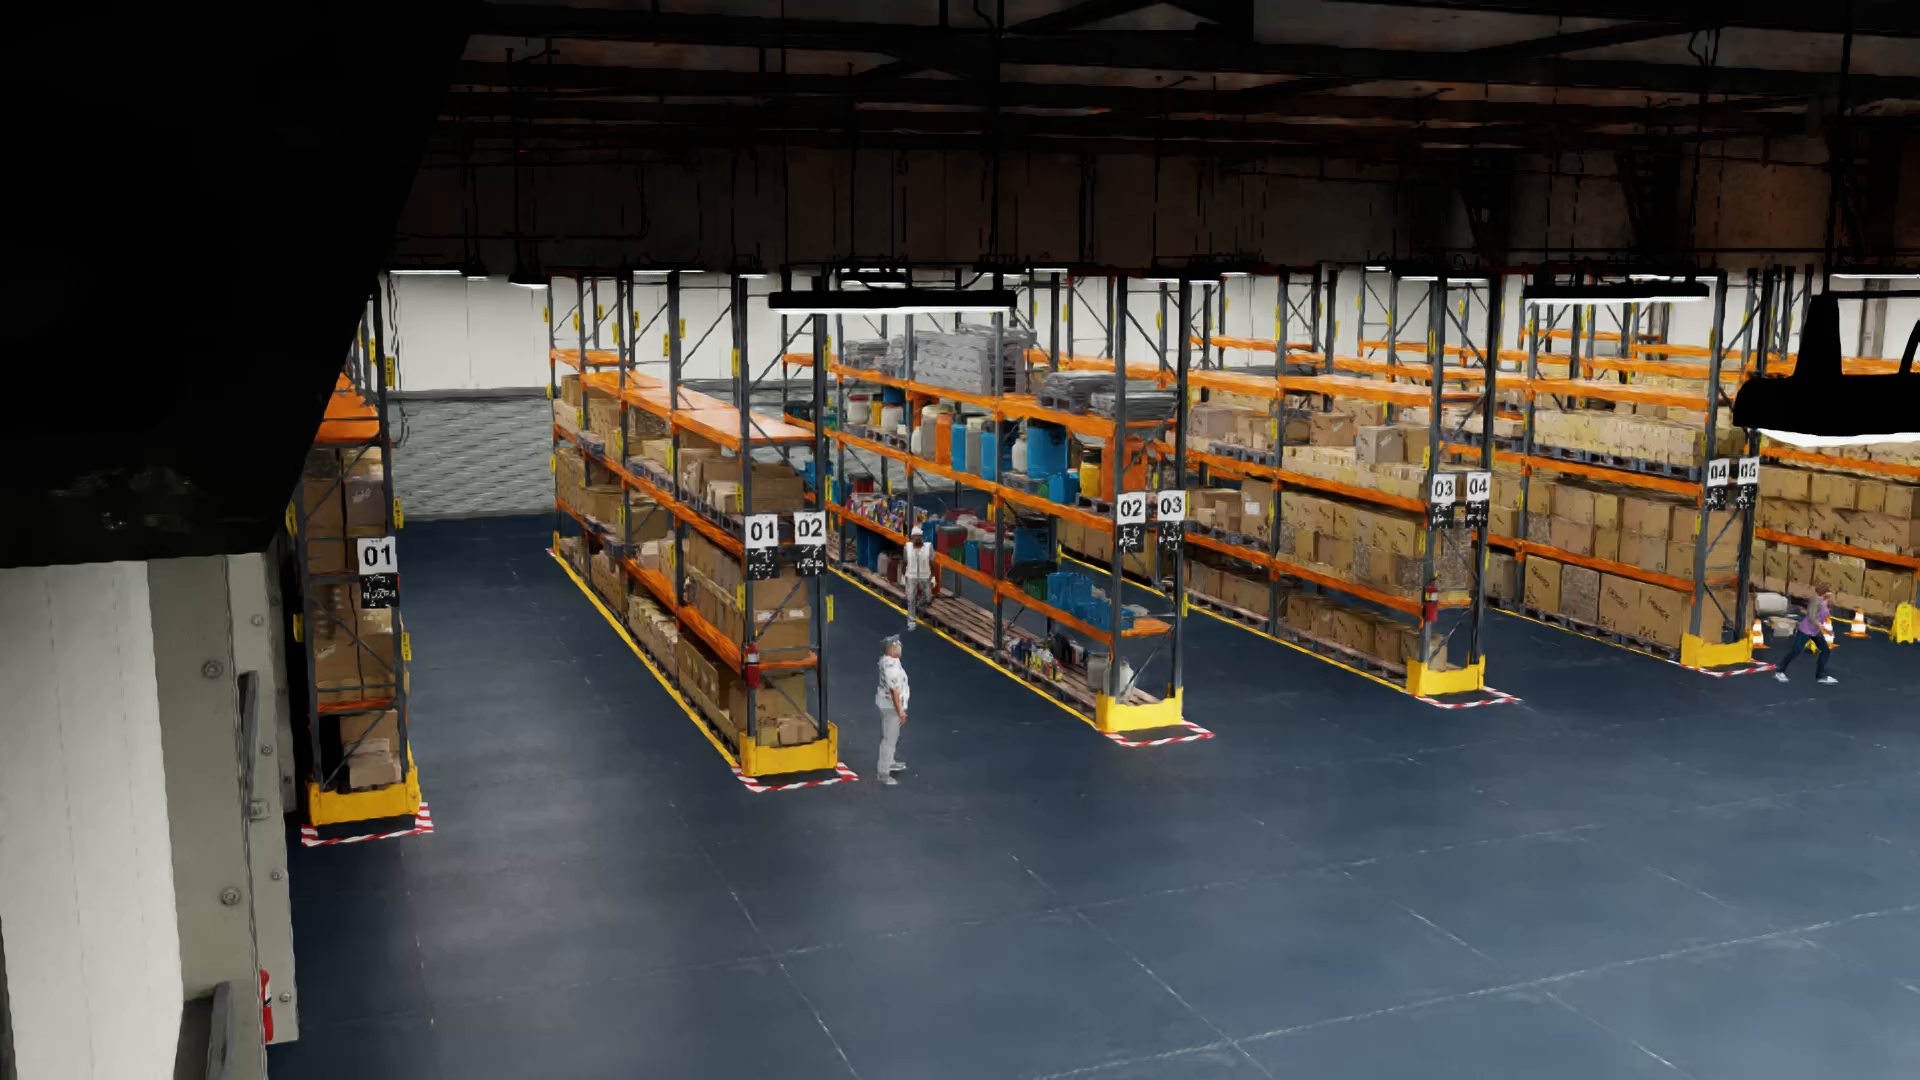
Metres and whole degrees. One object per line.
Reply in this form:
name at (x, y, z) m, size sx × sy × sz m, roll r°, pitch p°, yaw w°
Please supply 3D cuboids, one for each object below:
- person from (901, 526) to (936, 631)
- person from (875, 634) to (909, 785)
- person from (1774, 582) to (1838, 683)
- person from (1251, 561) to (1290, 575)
person at (-0.695, 0.619, 27.953) m, size 0.591 × 1.756 × 0.956 m, roll -1°, pitch 10°, yaw -5°
person at (-0.816, 2.002, 20.014) m, size 0.404 × 1.765 × 0.702 m, roll -2°, pitch 10°, yaw -10°
person at (12.514, 1.340, 24.493) m, size 0.561 × 1.525 × 0.788 m, roll -8°, pitch 13°, yaw -39°
person at (6.124, -0.189, 32.718) m, size 0.598 × 1.698 × 1.194 m, roll -3°, pitch 10°, yaw -19°
